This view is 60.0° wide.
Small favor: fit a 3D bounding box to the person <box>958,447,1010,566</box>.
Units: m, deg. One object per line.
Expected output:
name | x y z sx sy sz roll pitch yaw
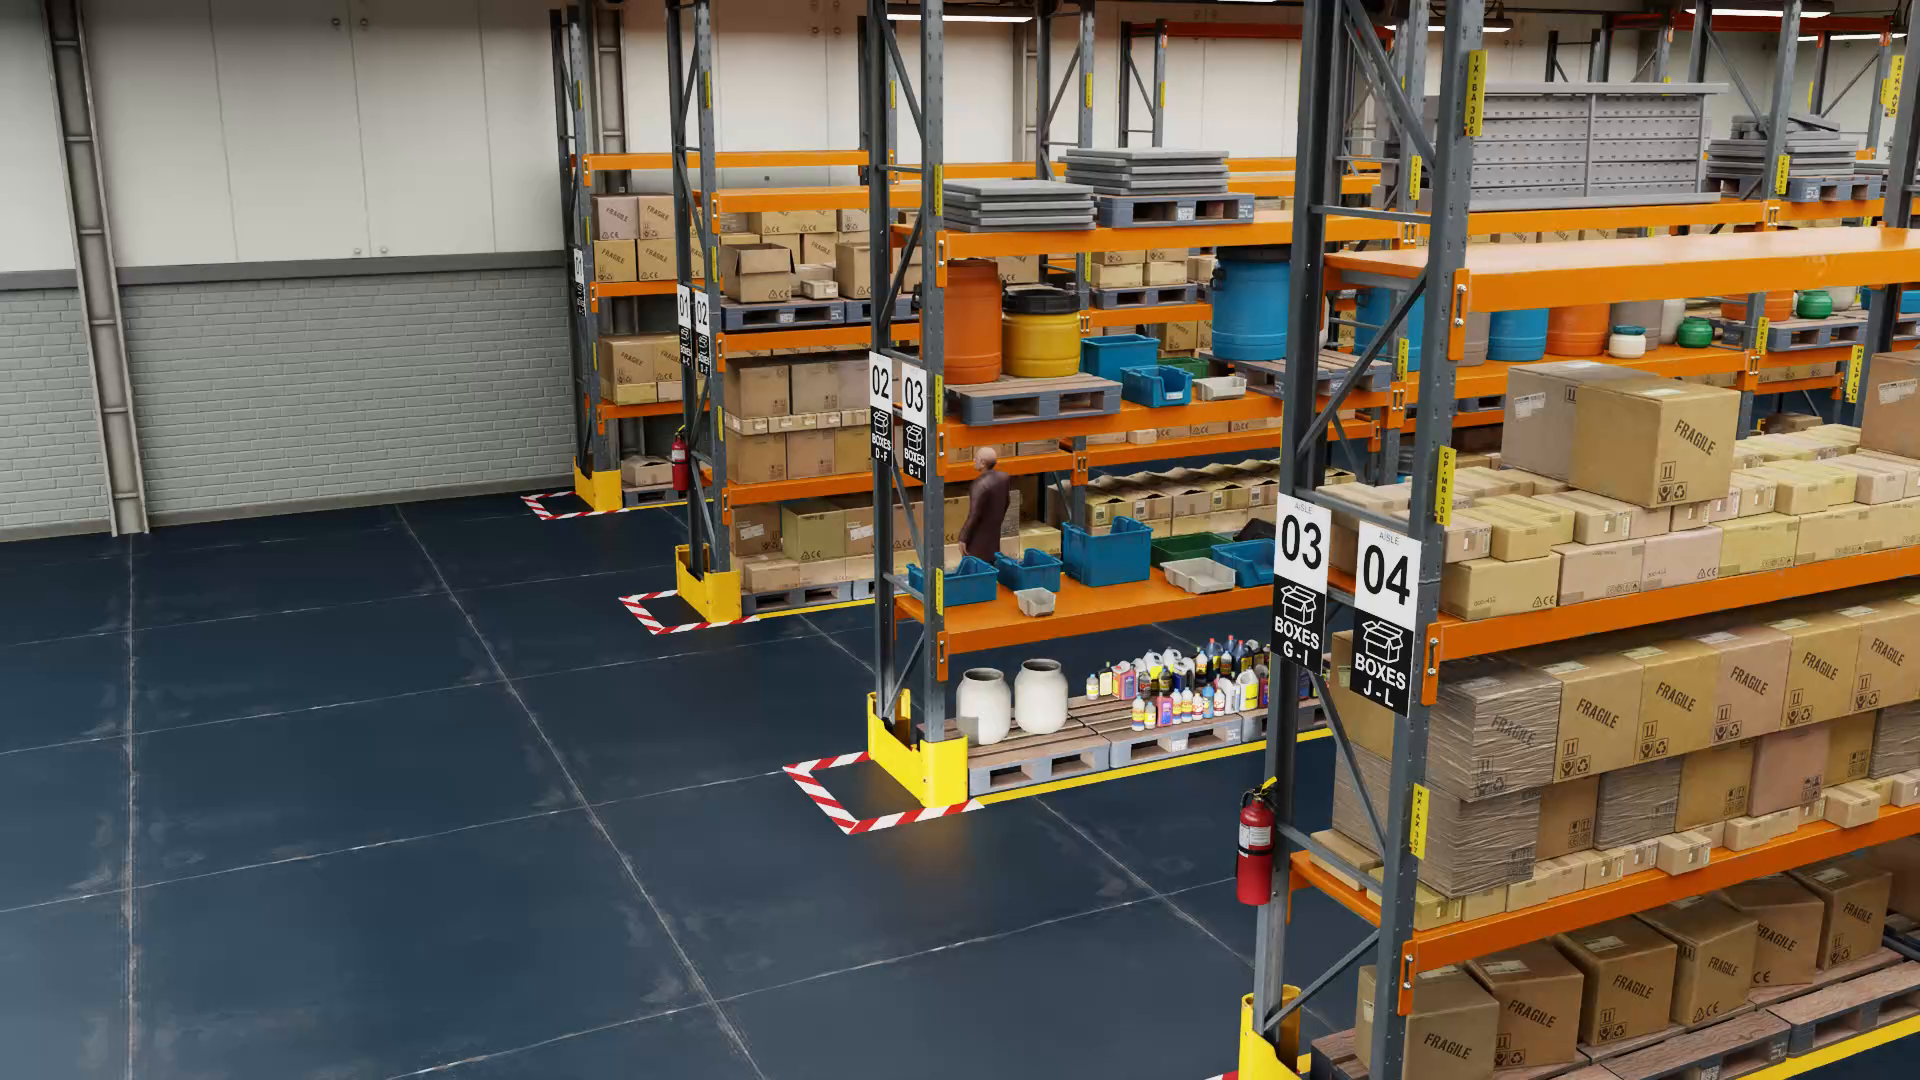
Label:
person | 0.136 -0.047 16.051 0.579 1.778 0.698 9 18 31
